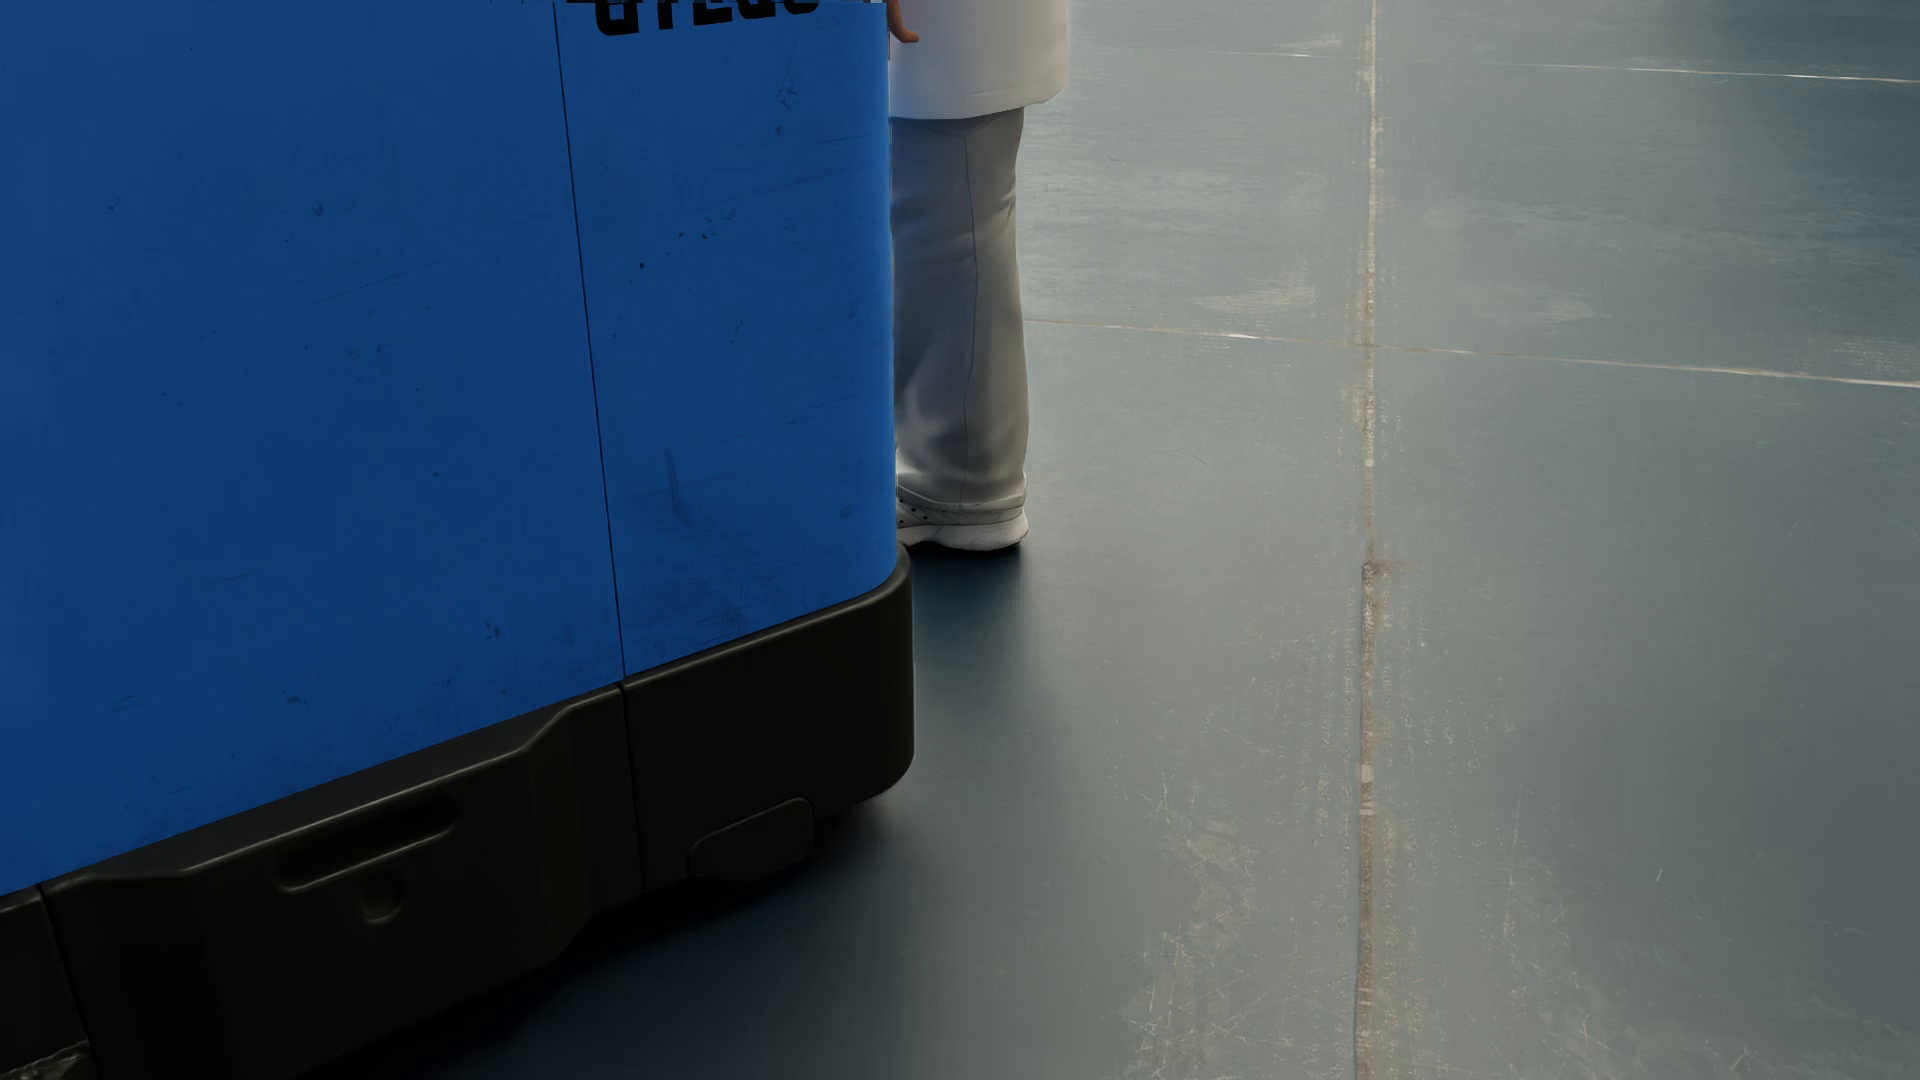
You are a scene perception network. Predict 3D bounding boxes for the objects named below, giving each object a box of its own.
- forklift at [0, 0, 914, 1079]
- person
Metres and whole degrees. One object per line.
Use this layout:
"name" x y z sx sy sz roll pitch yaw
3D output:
"forklift" -1.534 -0.774 0.779 3.031 2.935 1.130 -19 32 -33
"person" -0.090 -0.811 2.119 0.575 1.775 0.696 6 27 11
